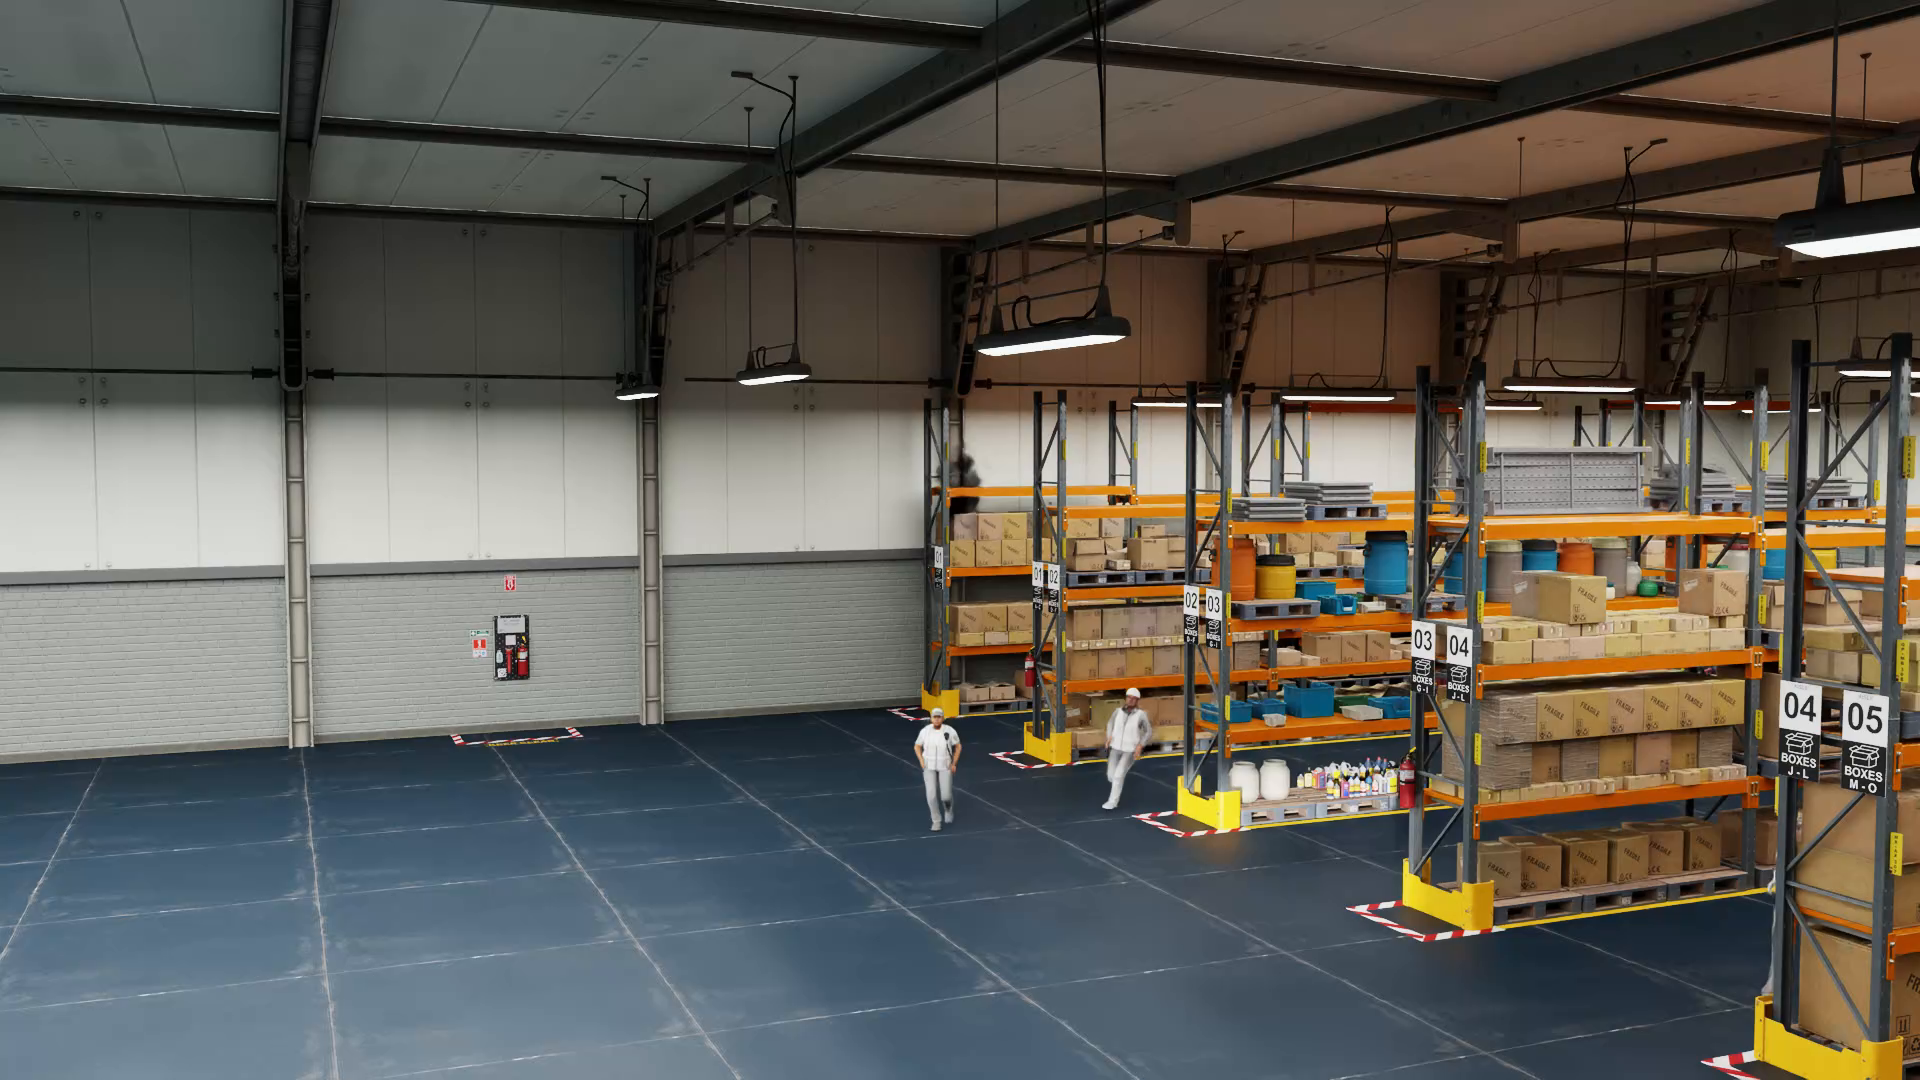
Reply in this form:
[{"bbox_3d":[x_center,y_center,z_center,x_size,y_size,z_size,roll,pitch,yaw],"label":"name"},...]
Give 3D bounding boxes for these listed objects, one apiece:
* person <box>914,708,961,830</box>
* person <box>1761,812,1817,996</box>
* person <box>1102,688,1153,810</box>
[{"bbox_3d":[-0.318,3.046,22.164,0.604,1.630,0.500,0,3,6],"label":"person"},{"bbox_3d":[7.843,3.377,15.583,0.921,1.681,0.611,-2,4,-35],"label":"person"},{"bbox_3d":[2.369,2.935,23.465,0.698,1.697,0.640,2,4,27],"label":"person"}]
